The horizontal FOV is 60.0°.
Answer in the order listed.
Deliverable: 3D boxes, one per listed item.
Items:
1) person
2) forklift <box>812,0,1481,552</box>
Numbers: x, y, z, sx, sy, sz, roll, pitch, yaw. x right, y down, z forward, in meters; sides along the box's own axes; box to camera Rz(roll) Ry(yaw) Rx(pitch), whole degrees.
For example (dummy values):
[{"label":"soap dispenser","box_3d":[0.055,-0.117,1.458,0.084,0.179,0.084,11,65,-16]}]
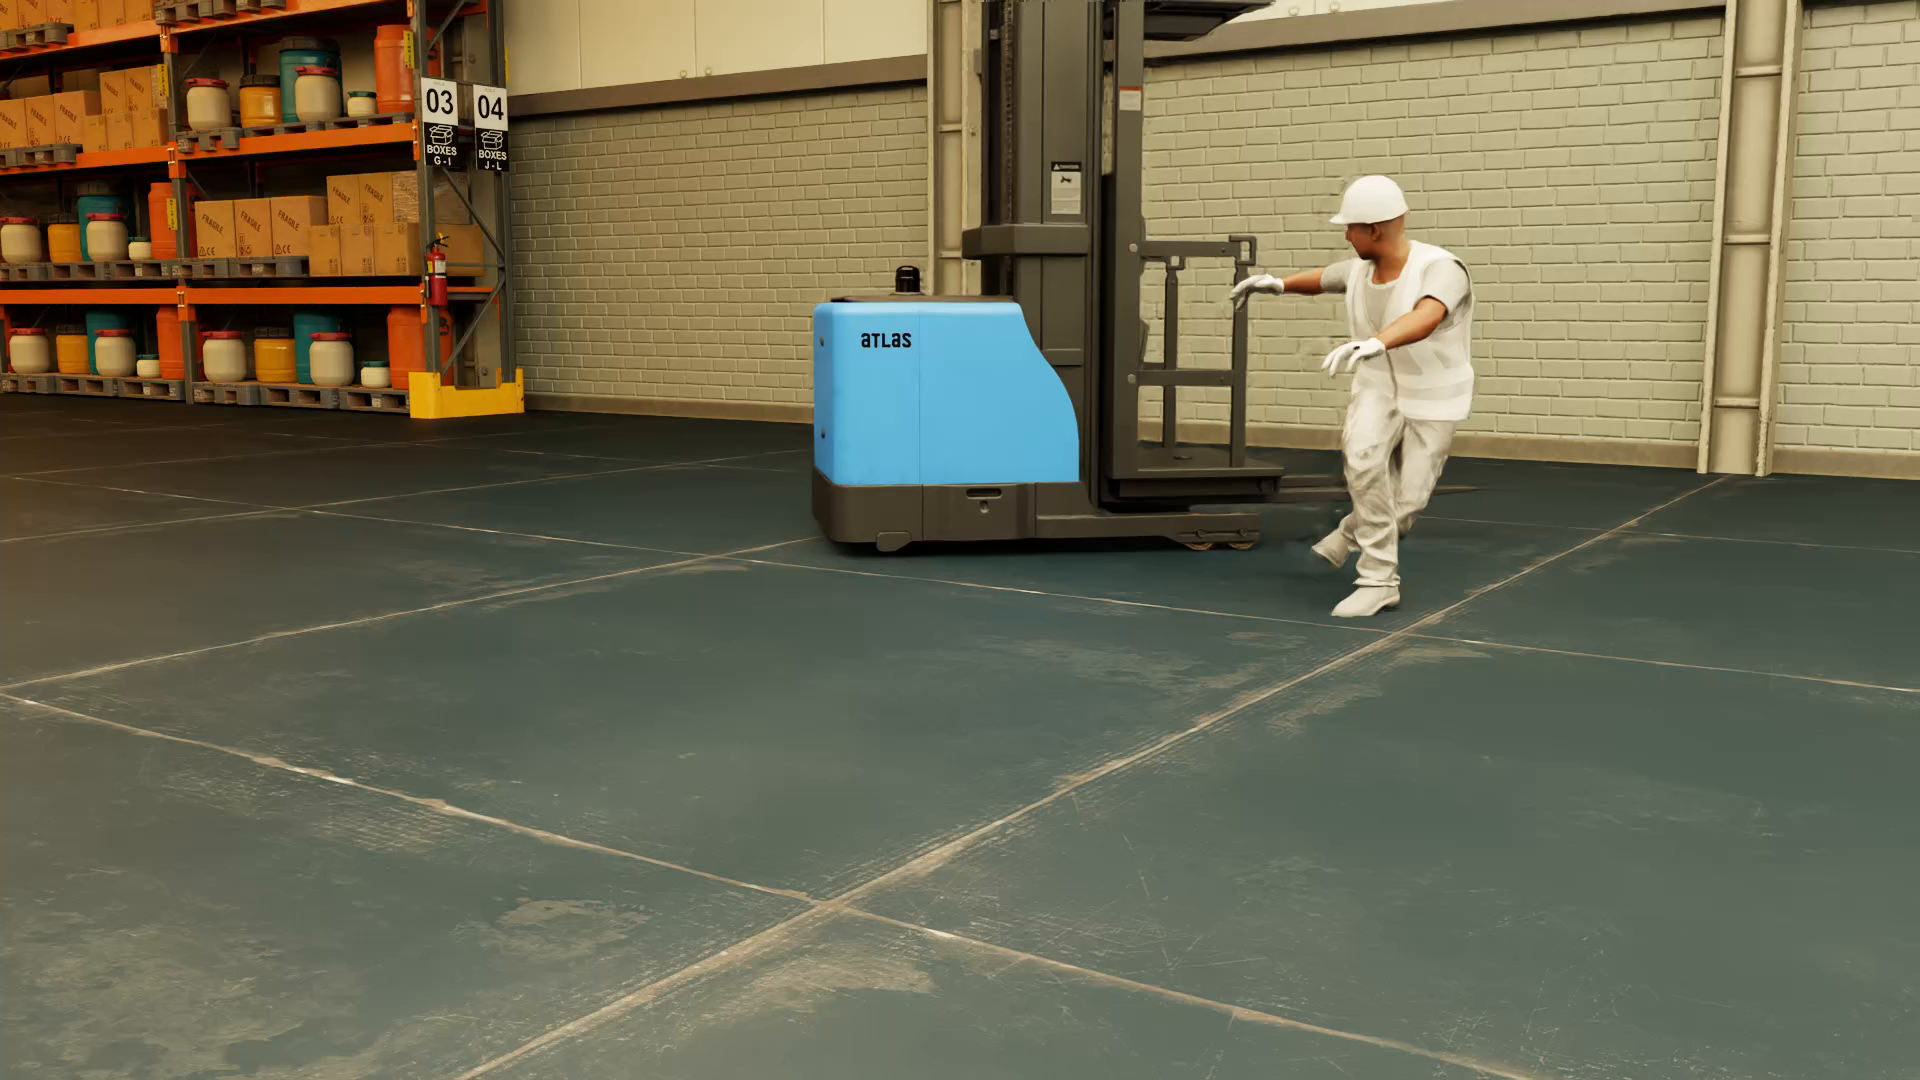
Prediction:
[{"label":"person","box_3d":[1.329,-0.505,5.892,0.903,1.514,1.166,5,10,32]},{"label":"forklift","box_3d":[0.866,-1.476,7.574,3.031,2.935,1.130,-1,8,-10]}]
